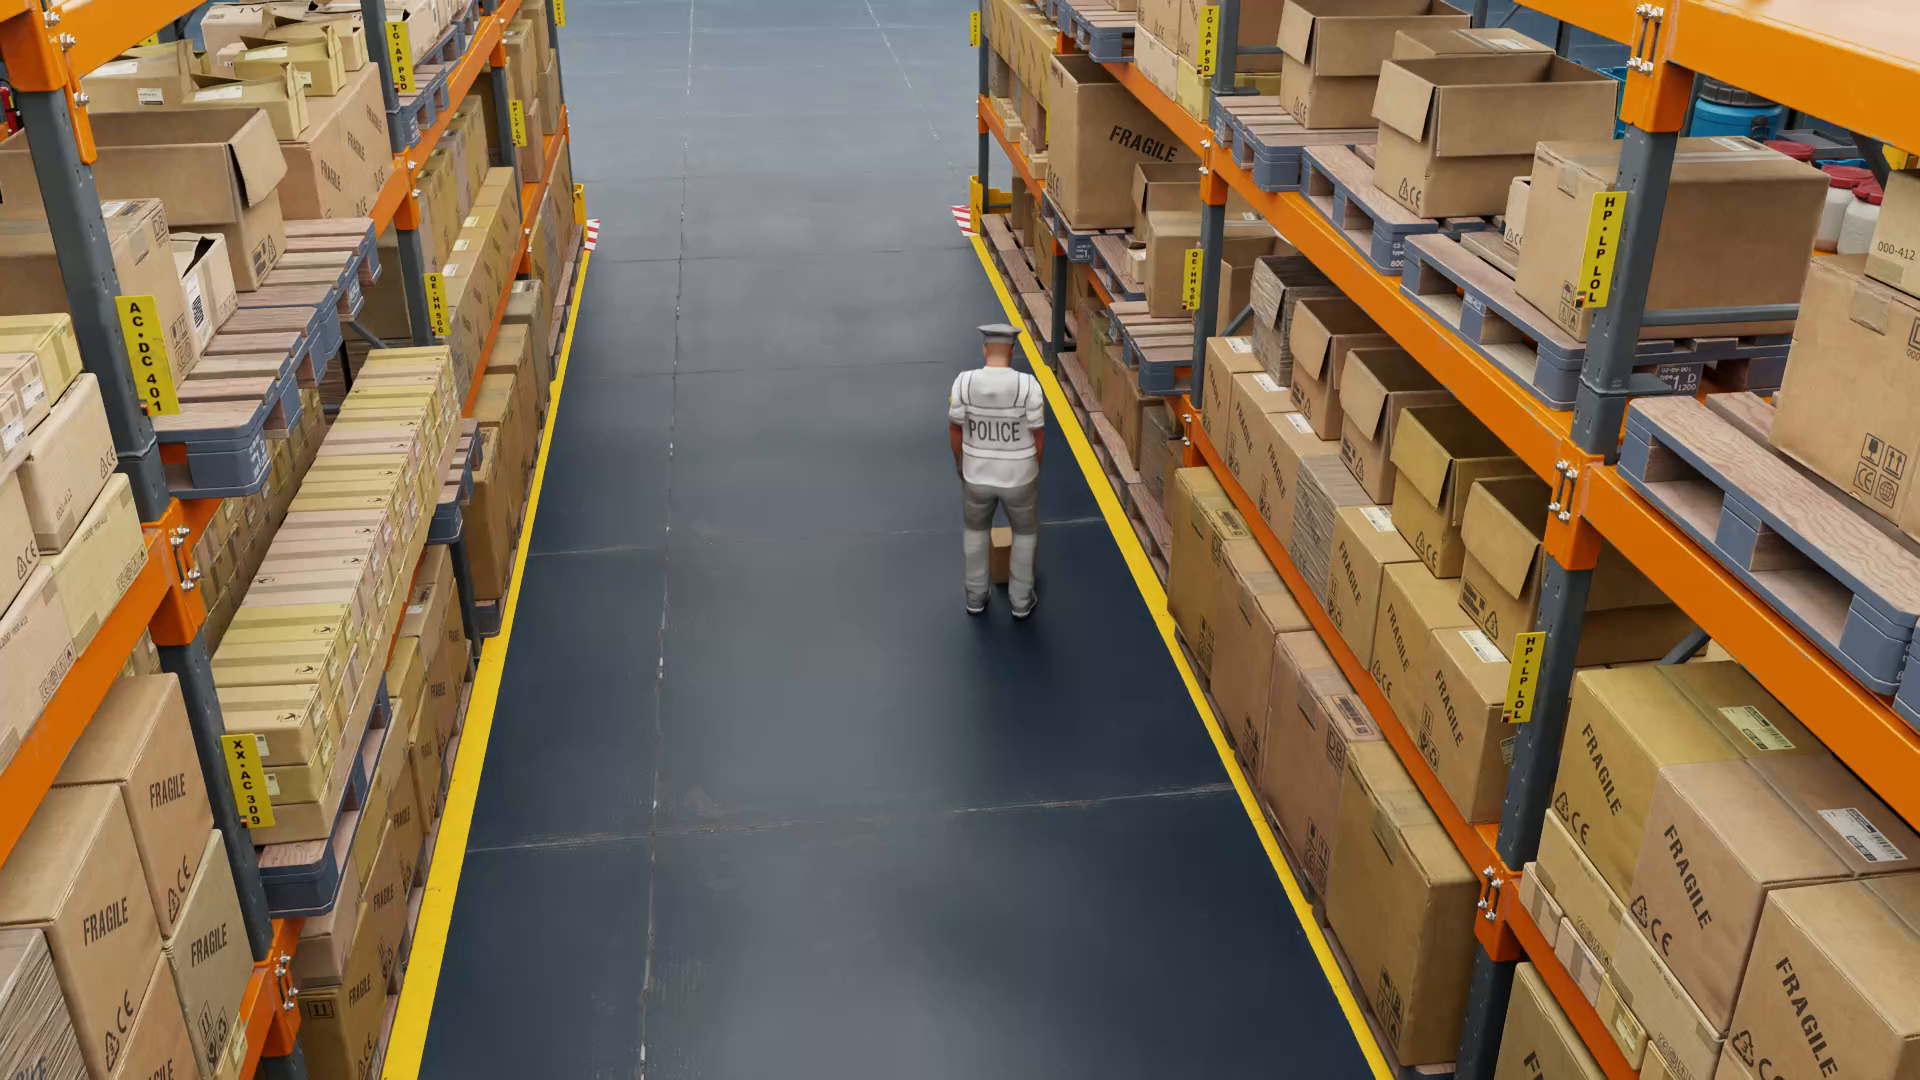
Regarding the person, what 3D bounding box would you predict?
[{"bbox_3d":[0.208,-0.378,9.394,0.544,1.726,0.405,5,27,10],"label":"person"}]
